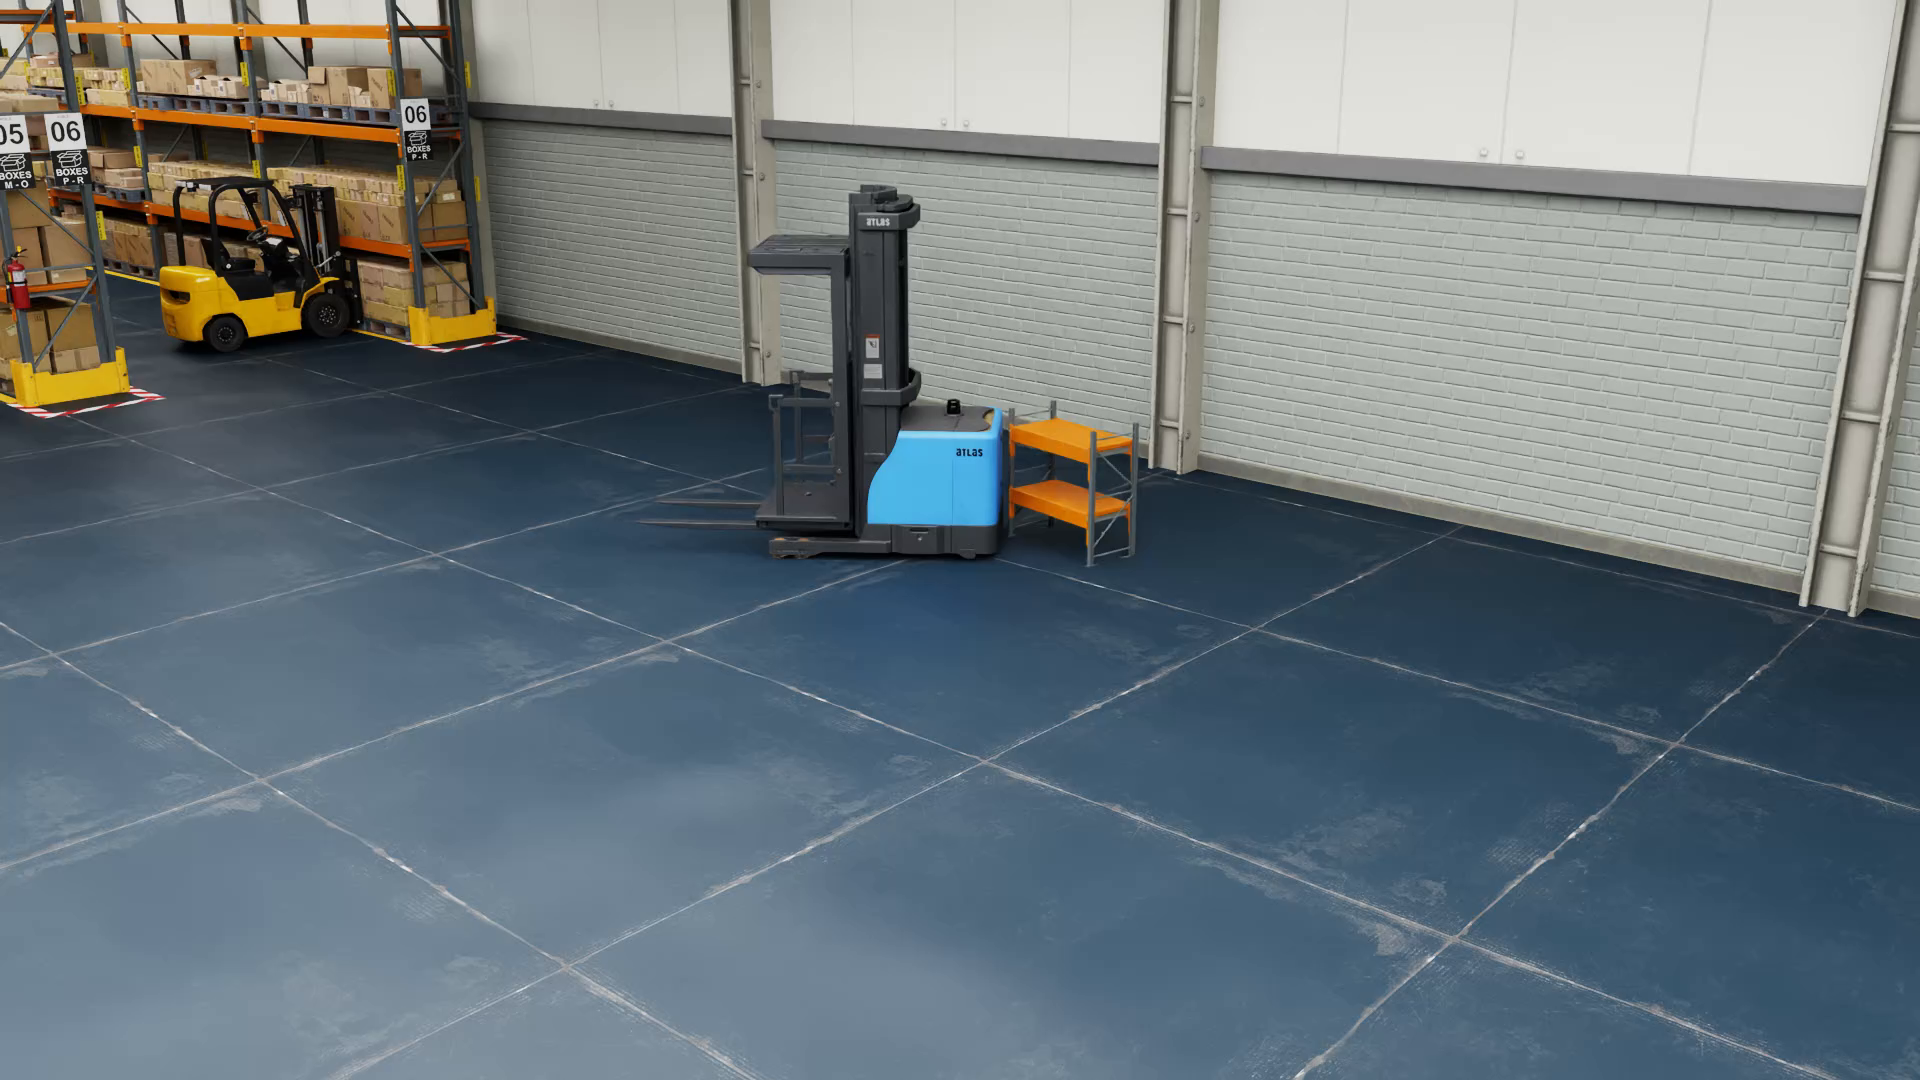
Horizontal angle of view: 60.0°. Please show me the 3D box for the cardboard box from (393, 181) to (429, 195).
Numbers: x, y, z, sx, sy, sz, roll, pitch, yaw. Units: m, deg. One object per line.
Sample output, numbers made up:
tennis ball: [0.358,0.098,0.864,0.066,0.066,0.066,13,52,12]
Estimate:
cardboard box: [-7.364,-4.726,22.314,0.250,0.149,0.380,15,23,39]

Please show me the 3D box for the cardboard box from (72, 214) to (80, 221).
cardboard box: [-15.582,-5.760,29.668,0.250,0.149,0.380,14,23,38]

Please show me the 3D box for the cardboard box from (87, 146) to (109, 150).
cardboard box: [-15.331,-6.608,29.116,0.500,0.500,0.700,15,23,40]

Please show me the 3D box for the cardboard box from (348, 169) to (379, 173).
cardboard box: [-8.573,-5.244,23.949,0.250,0.149,0.380,15,23,39]

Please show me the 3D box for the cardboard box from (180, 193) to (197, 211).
cardboard box: [-12.008,-5.389,26.383,0.500,0.250,0.500,14,22,38]

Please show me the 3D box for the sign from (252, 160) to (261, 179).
sign: [-10.301,-5.395,24.371,0.005,0.325,0.100,15,23,39]

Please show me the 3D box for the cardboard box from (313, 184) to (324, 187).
cardboard box: [-8.946,-4.976,23.594,0.250,0.149,0.380,14,22,38]

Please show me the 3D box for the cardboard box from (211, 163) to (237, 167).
cardboard box: [-11.766,-5.950,26.663,0.250,0.149,0.380,15,23,39]

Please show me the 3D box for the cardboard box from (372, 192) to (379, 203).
cardboard box: [-7.766,-4.677,22.651,0.250,0.149,0.380,16,23,40]

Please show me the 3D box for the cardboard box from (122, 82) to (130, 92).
cardboard box: [-13.365,-7.374,27.019,0.250,0.149,0.380,16,23,40]

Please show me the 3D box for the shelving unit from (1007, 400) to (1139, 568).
shelving unit: [0.922,-0.483,13.776,0.538,1.125,1.048,-13,22,-36]

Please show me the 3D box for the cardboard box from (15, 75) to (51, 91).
cardboard box: [-16.459,-8.153,29.639,0.500,0.250,0.500,15,23,39]

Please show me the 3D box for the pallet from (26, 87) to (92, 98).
pallet: [-15.491,-7.806,29.100,1.003,0.211,1.213,15,23,39]

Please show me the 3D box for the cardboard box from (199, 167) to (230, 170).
cardboard box: [-11.666,-5.748,26.028,0.250,0.149,0.380,15,23,39]

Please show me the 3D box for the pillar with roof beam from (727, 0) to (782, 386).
pillar with roof beam: [-5.249,-5.227,15.707,0.400,9.000,9.100,15,23,39]

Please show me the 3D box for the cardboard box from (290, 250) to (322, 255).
cardboard box: [-9.419,-4.099,24.268,0.500,0.250,0.500,15,23,39]

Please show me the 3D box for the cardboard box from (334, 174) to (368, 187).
cardboard box: [-8.516,-5.032,23.281,0.250,0.149,0.380,15,23,40]

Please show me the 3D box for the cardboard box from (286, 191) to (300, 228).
cardboard box: [-9.389,-4.805,24.127,0.500,0.500,0.500,16,23,40]

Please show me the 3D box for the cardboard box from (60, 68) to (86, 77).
cardboard box: [-14.990,-7.910,28.181,0.250,0.149,0.380,15,23,40]

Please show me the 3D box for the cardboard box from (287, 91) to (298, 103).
cardboard box: [-9.239,-6.251,23.446,0.250,0.149,0.380,16,24,41]

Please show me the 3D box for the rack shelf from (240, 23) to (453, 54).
rack shelf: [-8.452,-6.930,22.923,4.000,0.370,1.077,15,23,39]

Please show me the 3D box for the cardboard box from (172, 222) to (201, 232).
cardboard box: [-13.123,-5.302,28.226,0.250,0.149,0.380,17,24,42]

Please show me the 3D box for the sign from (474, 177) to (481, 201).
sign: [-6.584,-4.778,22.645,0.005,0.325,0.100,15,23,39]

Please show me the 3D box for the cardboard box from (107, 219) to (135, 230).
cardboard box: [-14.451,-5.442,28.665,0.250,0.149,0.380,14,22,37]

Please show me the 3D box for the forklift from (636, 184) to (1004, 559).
forklift: [-1.165,-1.401,13.680,3.031,2.935,1.130,1,18,4]

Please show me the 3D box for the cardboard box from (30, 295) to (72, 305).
cardboard box: [-11.080,-2.659,20.144,0.500,0.500,0.500,14,22,37]

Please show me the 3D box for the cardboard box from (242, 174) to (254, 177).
cardboard box: [-10.556,-5.429,25.022,0.250,0.149,0.380,15,23,38]

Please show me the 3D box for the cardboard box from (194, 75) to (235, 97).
cardboard box: [-11.226,-6.885,25.178,0.500,0.311,0.500,14,22,37]

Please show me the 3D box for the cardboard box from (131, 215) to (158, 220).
cardboard box: [-14.300,-5.614,29.207,0.250,0.149,0.380,14,22,37]

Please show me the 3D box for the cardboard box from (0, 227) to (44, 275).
cardboard box: [-10.837,-3.315,18.942,0.500,0.500,0.500,15,23,38]

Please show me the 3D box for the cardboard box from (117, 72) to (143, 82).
cardboard box: [-13.394,-7.501,26.928,0.250,0.149,0.380,16,24,41]

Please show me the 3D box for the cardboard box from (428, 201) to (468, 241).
cardboard box: [-7.143,-4.413,22.892,0.500,0.500,0.500,16,24,41]

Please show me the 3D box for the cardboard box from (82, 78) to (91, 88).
cardboard box: [-14.806,-7.717,28.067,0.250,0.149,0.380,16,23,40]

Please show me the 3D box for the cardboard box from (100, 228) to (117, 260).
cardboard box: [-14.560,-5.162,28.855,0.500,0.500,0.500,14,22,37]

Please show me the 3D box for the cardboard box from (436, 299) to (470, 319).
cardboard box: [-7.194,-3.235,23.199,0.500,0.250,0.500,15,23,39]

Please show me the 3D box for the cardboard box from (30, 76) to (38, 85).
cardboard box: [-15.972,-8.020,29.021,0.250,0.149,0.380,15,23,40]

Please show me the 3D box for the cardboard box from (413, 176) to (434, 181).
cardboard box: [-7.446,-4.927,22.949,0.250,0.149,0.380,16,23,40]

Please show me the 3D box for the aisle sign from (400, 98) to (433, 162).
aisle sign: [-7.102,-5.362,21.752,0.004,0.787,0.394,15,23,39]

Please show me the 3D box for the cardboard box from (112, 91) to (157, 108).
cardboard box: [-13.485,-7.216,27.178,0.500,0.250,0.500,14,22,37]

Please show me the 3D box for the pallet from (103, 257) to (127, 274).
pallet: [-14.382,-4.883,29.151,1.213,0.211,1.003,15,23,39]

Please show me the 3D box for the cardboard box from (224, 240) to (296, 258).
cardboard box: [-10.921,-4.334,26.041,0.625,0.625,0.875,15,23,39]

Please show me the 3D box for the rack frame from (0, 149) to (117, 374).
rack frame: [-10.249,-3.079,18.855,0.127,3.000,1.000,15,23,39]

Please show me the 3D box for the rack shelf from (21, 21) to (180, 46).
rack shelf: [-14.436,-8.537,27.985,4.000,0.370,1.077,15,23,39]

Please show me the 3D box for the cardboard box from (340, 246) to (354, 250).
cardboard box: [-9.063,-4.219,24.645,0.500,0.250,0.500,15,23,38]

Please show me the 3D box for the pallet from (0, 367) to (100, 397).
pallet: [-10.890,-1.936,19.864,1.213,0.211,1.003,15,23,39]

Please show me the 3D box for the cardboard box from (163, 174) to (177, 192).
cardboard box: [-12.397,-5.731,26.632,0.500,0.250,0.500,16,24,41]

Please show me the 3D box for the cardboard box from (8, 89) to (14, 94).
cardboard box: [-16.954,-8.084,30.081,0.250,0.149,0.380,15,23,39]

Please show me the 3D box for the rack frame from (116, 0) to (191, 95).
rack frame: [-12.940,-8.669,26.550,0.127,3.000,1.000,15,23,39]

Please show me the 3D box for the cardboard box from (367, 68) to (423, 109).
cardboard box: [-7.449,-5.962,21.955,0.500,0.500,0.500,16,24,41]

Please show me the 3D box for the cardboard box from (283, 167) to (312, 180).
cardboard box: [-9.640,-5.345,24.267,0.250,0.149,0.380,15,23,40]

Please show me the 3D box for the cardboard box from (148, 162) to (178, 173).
cardboard box: [-12.897,-6.035,26.933,0.250,0.149,0.380,16,24,41]

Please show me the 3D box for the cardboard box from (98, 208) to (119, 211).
cardboard box: [-15.465,-5.922,30.177,0.250,0.149,0.380,14,22,37]

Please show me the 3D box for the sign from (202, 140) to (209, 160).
sign: [-12.574,-6.487,27.680,0.005,0.325,0.100,15,23,39]

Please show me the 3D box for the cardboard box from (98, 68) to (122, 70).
cardboard box: [-14.460,-7.975,28.386,0.250,0.149,0.380,16,23,41]
